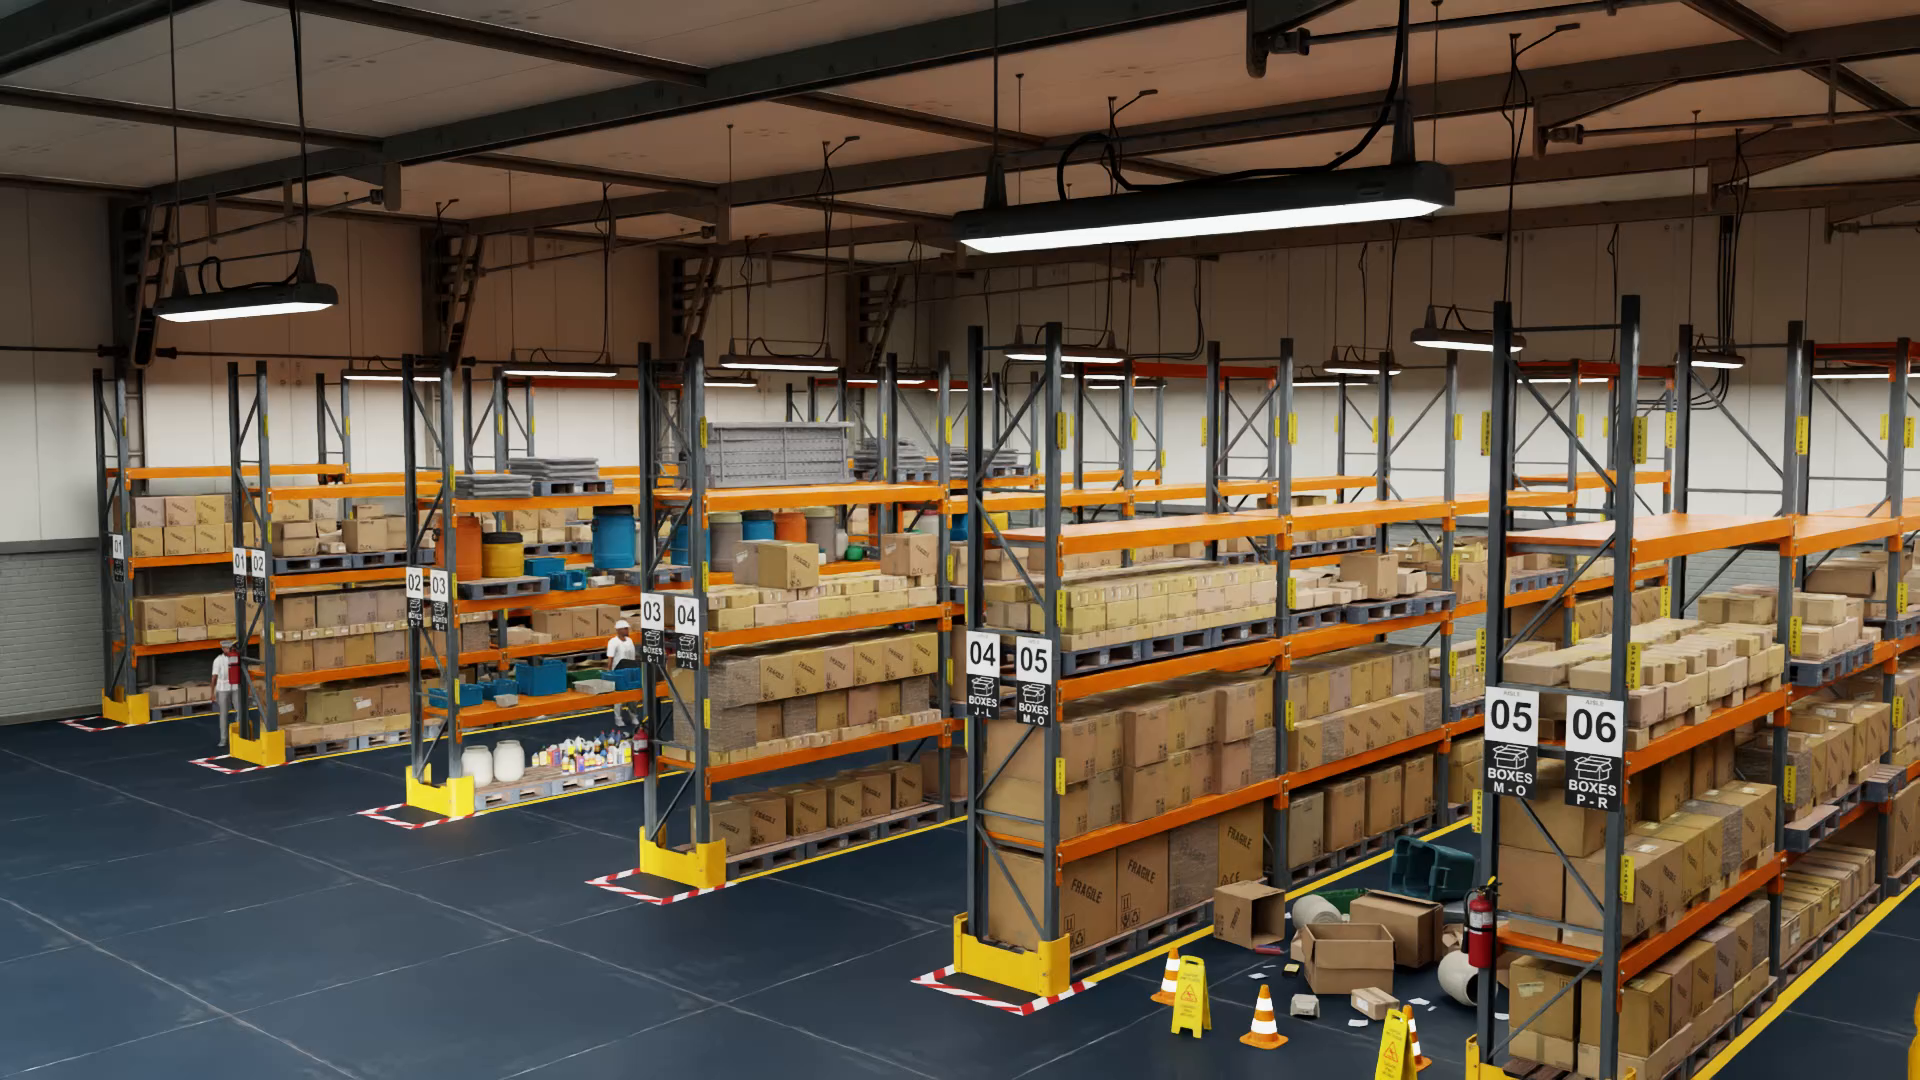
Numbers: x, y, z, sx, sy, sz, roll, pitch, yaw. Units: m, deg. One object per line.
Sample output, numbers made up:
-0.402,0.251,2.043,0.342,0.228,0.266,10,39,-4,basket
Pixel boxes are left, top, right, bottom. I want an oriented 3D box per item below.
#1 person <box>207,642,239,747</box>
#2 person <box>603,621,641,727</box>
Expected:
-11.578,2.443,26.255,0.571,1.714,0.484,-2,5,-30,person
-5.661,2.252,27.900,0.679,1.793,0.406,-3,5,-40,person
